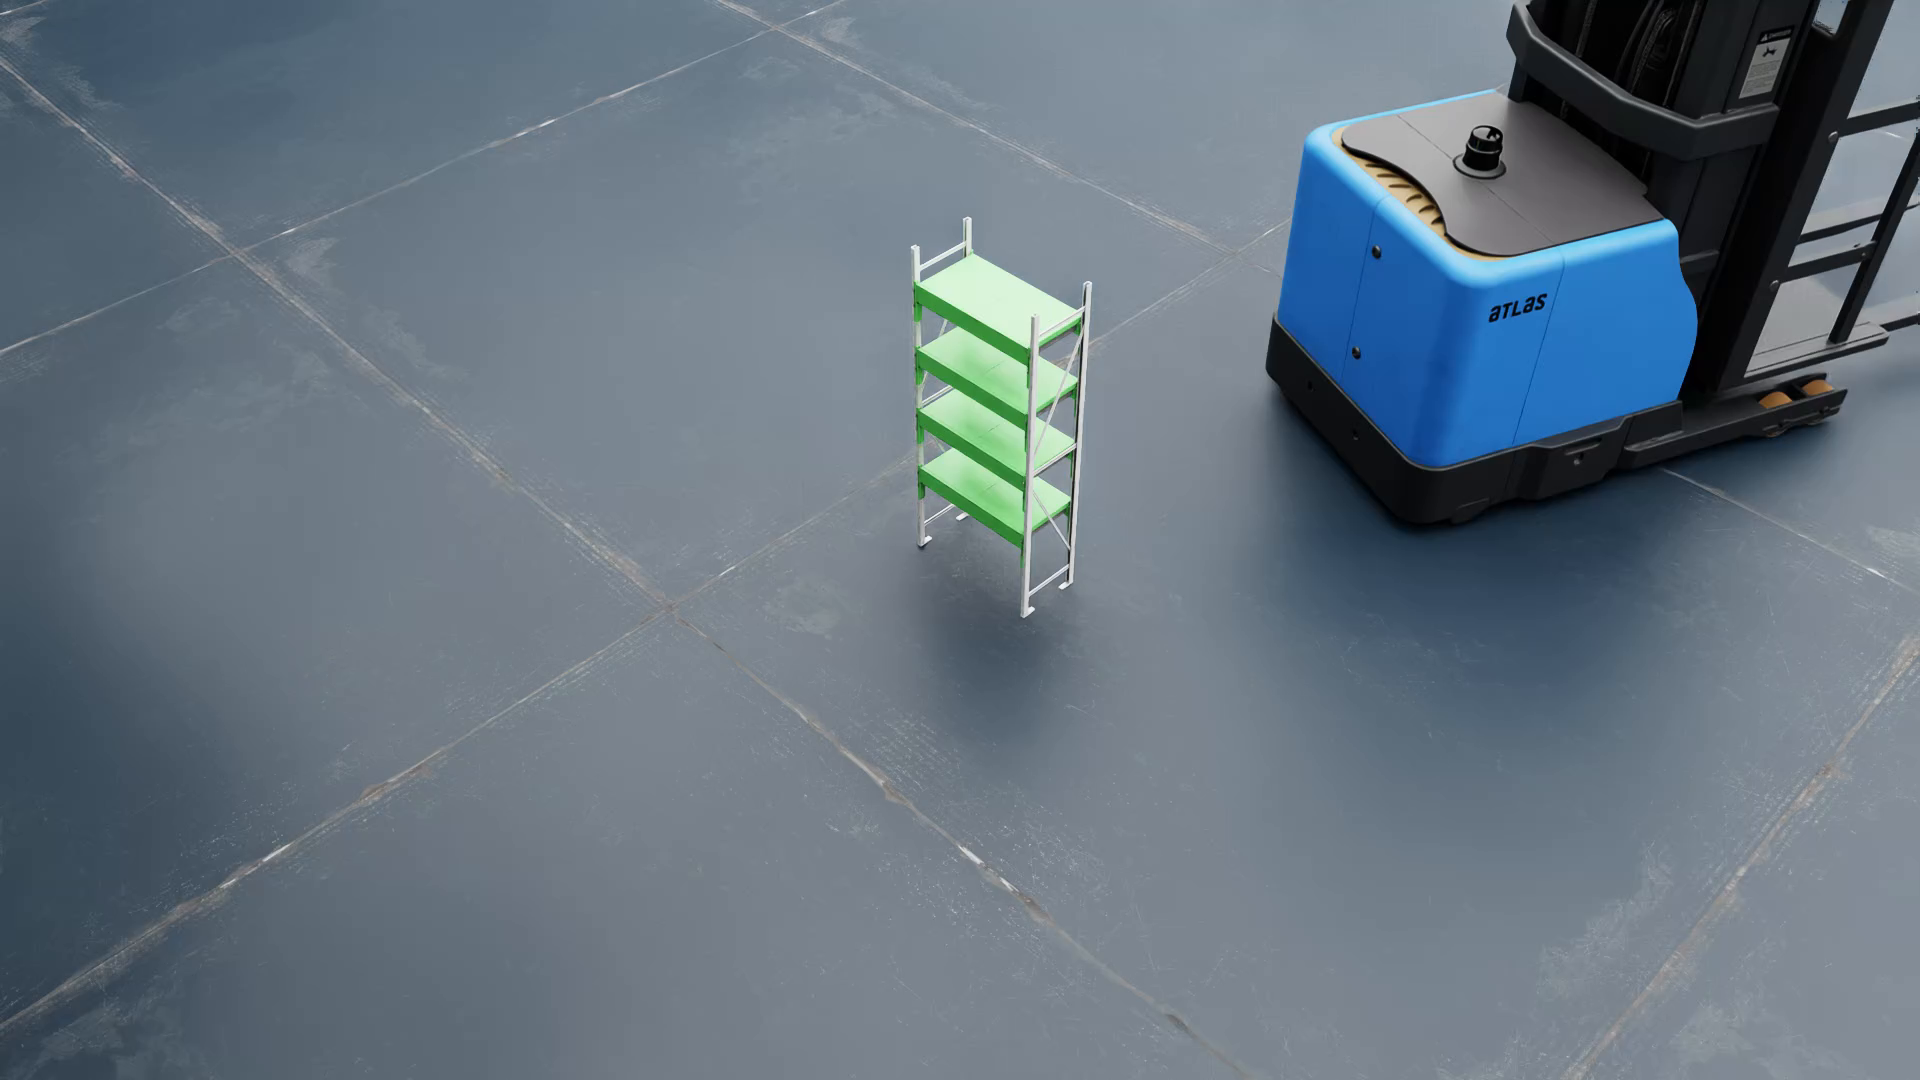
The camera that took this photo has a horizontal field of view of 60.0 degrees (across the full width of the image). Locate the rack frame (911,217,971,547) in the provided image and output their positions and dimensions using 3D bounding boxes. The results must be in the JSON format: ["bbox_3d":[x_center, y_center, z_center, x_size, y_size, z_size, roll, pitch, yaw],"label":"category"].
[{"bbox_3d":[-0.055,-0.478,5.384,0.240,1.200,0.015,-34,53,-31],"label":"rack frame"}]

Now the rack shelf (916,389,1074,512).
[{"bbox_3d":[0.117,-0.314,5.300,0.258,0.148,0.480,-34,53,-31],"label":"rack shelf"}]

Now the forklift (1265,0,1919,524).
[{"bbox_3d":[2.735,-1.775,5.511,3.031,2.935,1.130,-15,45,-16],"label":"forklift"}]

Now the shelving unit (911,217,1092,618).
[{"bbox_3d":[0.117,-0.361,5.257,0.258,1.200,0.503,-34,53,-31],"label":"shelving unit"}]

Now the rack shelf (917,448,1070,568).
[{"bbox_3d":[0.117,-0.138,5.463,0.258,0.148,0.480,-34,53,-31],"label":"rack shelf"}]

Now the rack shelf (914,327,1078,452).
[{"bbox_3d":[0.117,-0.490,5.137,0.258,0.148,0.480,-34,53,-31],"label":"rack shelf"}]

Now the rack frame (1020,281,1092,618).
[{"bbox_3d":[0.289,-0.244,5.130,0.240,1.200,0.015,-34,53,-31],"label":"rack frame"}]

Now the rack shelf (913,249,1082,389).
[{"bbox_3d":[0.117,-0.667,4.974,0.258,0.148,0.480,-34,53,-31],"label":"rack shelf"}]
